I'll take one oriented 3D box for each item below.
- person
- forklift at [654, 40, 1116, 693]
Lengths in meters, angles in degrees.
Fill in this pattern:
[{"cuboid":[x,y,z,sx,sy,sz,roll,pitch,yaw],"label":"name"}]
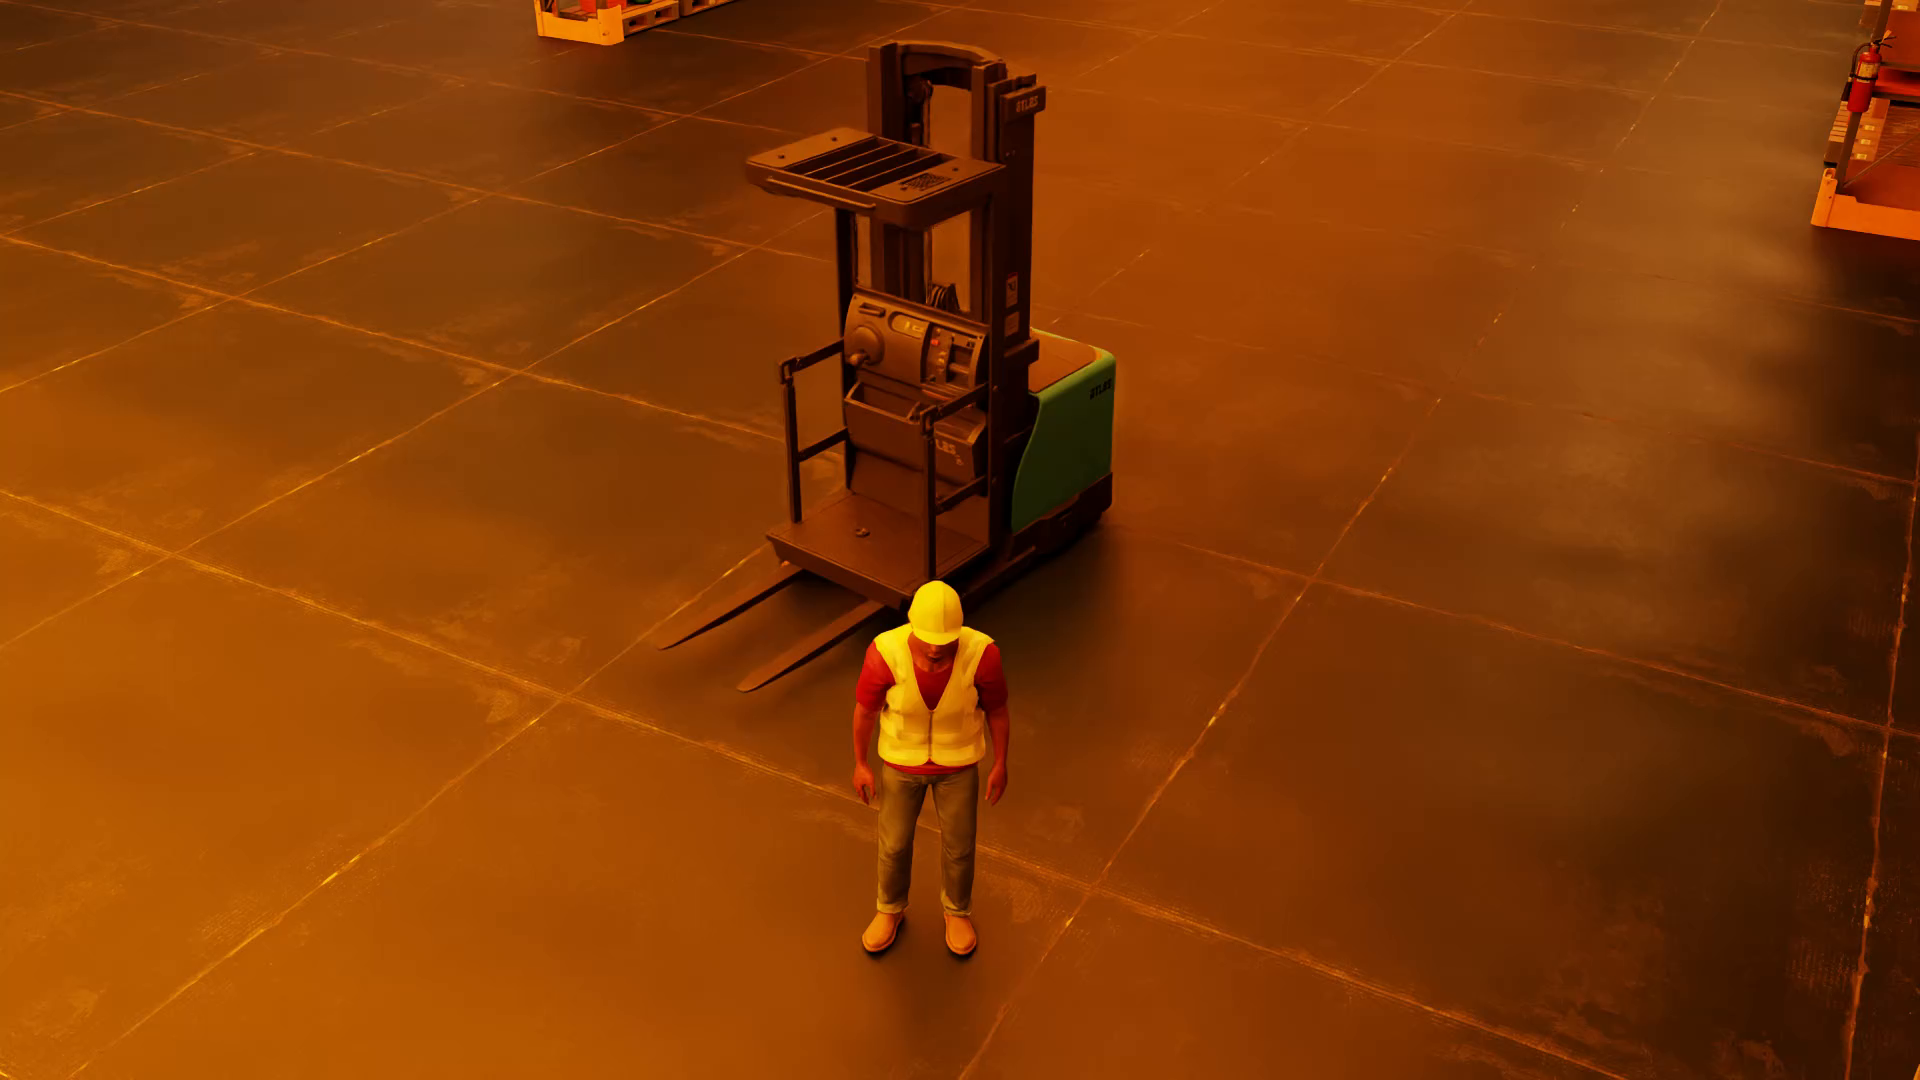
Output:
[{"cuboid":[-0.117,0.903,6.682,0.631,1.759,0.461,0,30,0],"label":"person"},{"cuboid":[-0.382,-1.016,8.830,1.130,2.935,3.031,22,36,33],"label":"forklift"}]
